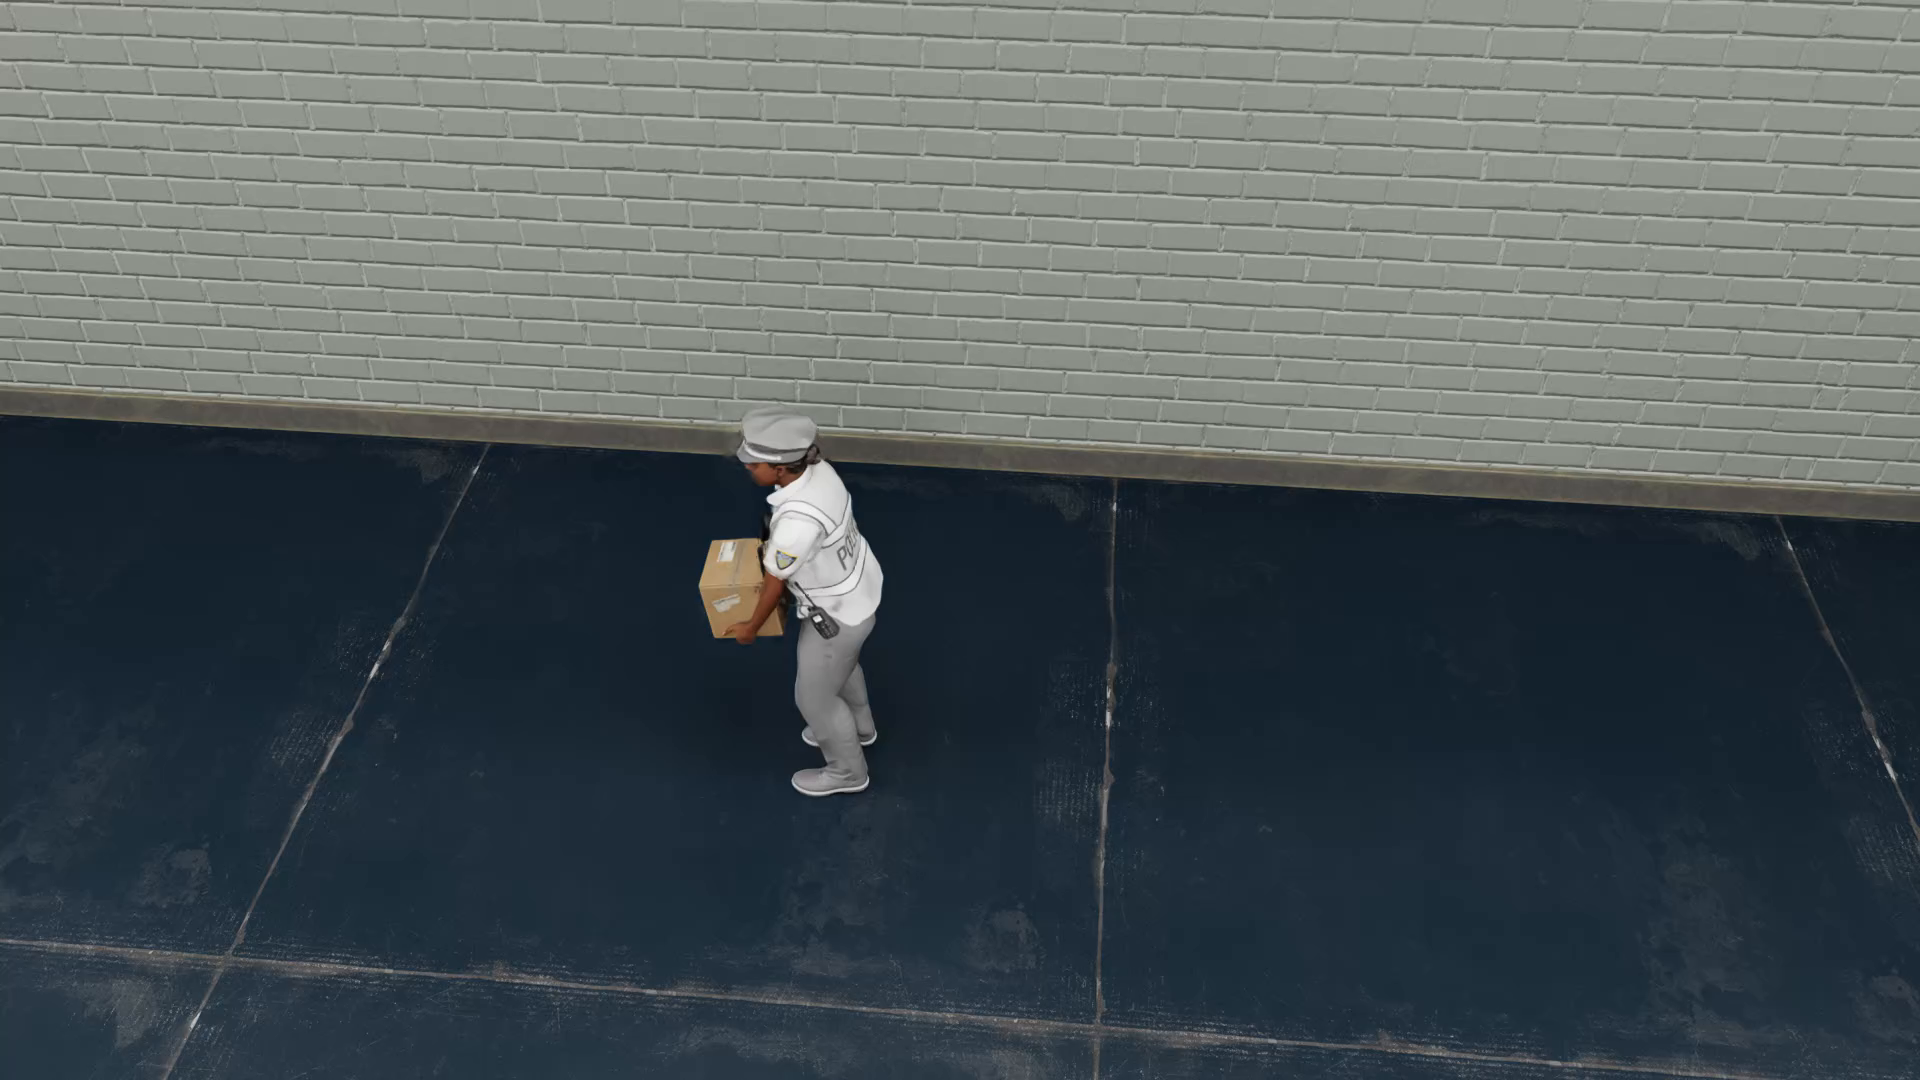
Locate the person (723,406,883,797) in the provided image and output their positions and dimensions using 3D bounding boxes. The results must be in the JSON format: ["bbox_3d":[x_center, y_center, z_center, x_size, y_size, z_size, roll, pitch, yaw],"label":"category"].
[{"bbox_3d":[-0.550,0.236,5.901,0.554,1.643,0.416,3,40,3],"label":"person"}]
